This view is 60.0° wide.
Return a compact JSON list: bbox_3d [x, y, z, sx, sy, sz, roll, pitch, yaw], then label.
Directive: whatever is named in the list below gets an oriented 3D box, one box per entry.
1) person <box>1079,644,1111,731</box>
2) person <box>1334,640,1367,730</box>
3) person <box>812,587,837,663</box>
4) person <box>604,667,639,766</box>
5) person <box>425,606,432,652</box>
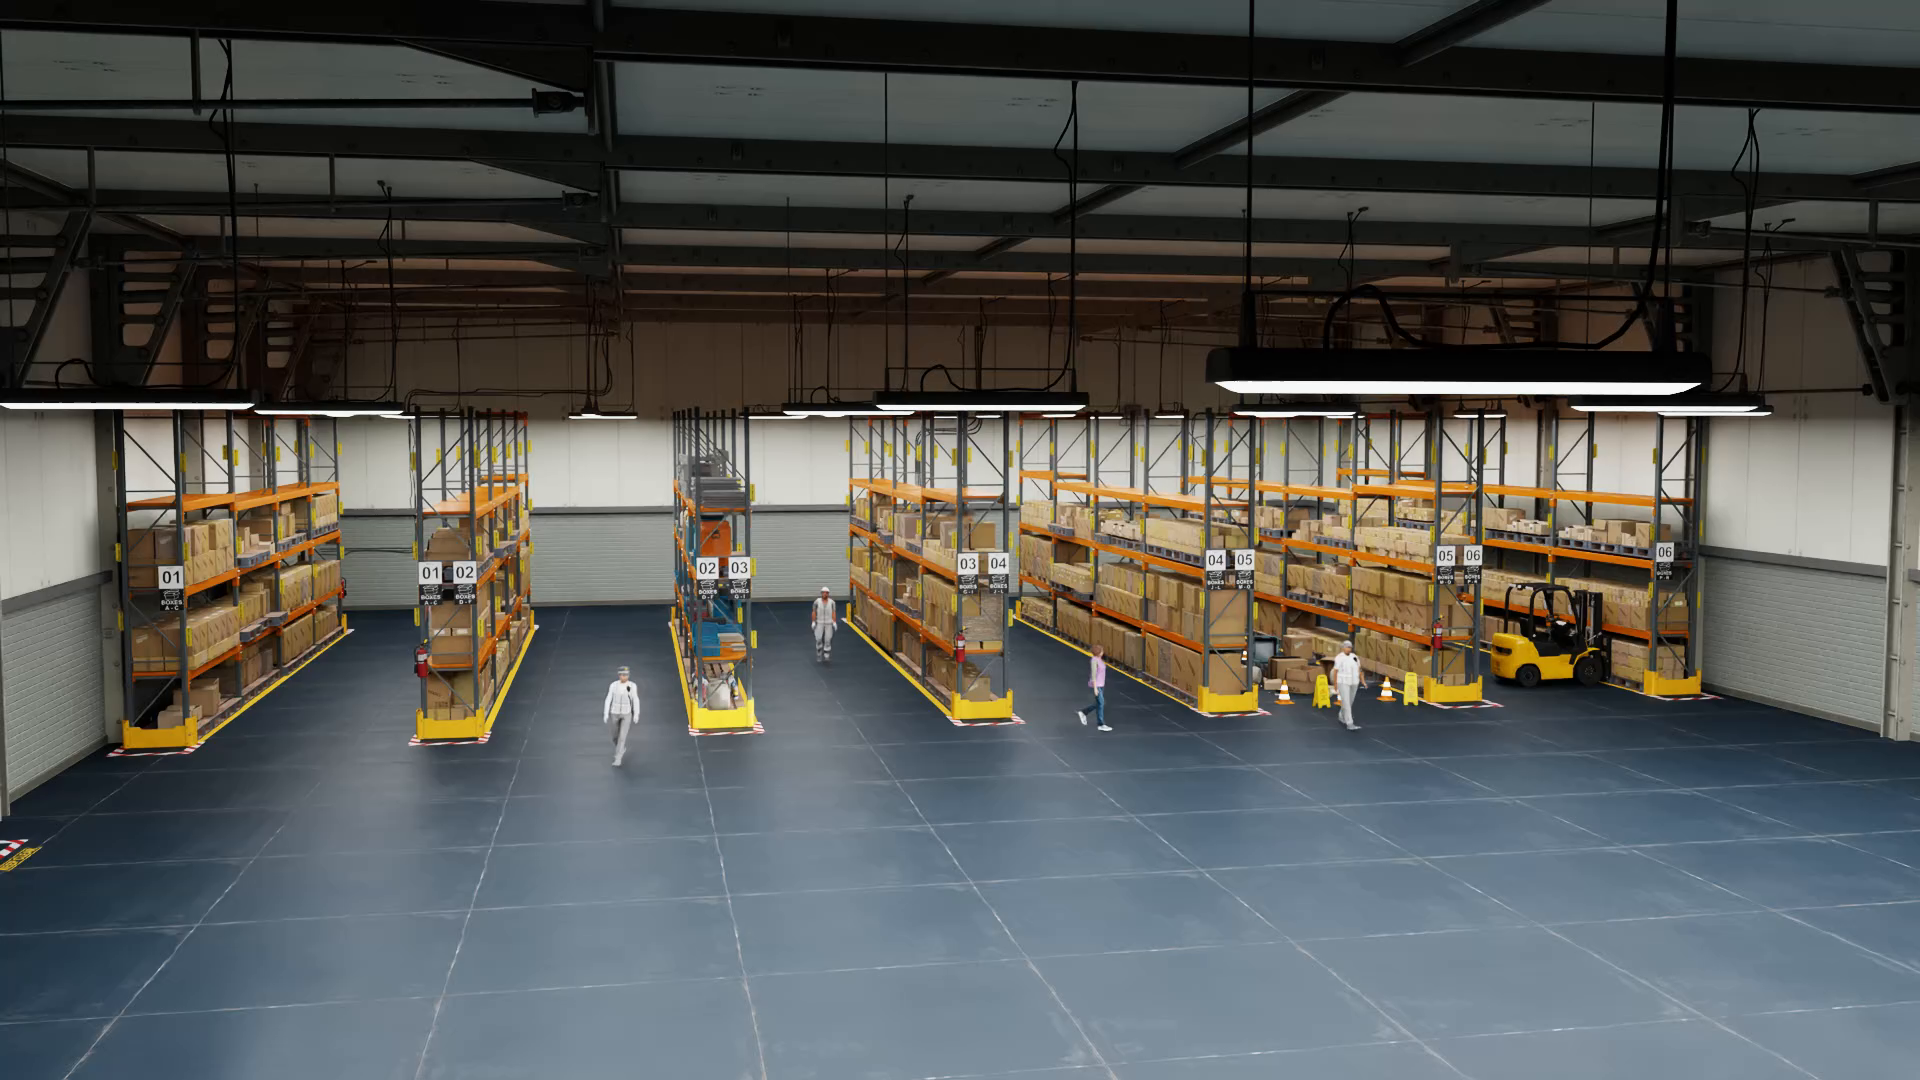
[{"bbox_3d":[2.526,2.730,30.901,0.662,1.570,0.474,1,4,20],"label":"person"},{"bbox_3d":[7.285,2.686,31.081,0.503,1.617,0.957,-1,4,-16],"label":"person"},{"bbox_3d":[-3.224,2.018,39.514,0.610,1.808,0.510,0,4,-3],"label":"person"},{"bbox_3d":[-5.666,2.926,27.870,0.561,1.622,0.938,0,4,-4],"label":"person"},{"bbox_3d":[-13.092,1.888,41.519,0.651,1.700,1.039,-1,4,-10],"label":"person"}]
